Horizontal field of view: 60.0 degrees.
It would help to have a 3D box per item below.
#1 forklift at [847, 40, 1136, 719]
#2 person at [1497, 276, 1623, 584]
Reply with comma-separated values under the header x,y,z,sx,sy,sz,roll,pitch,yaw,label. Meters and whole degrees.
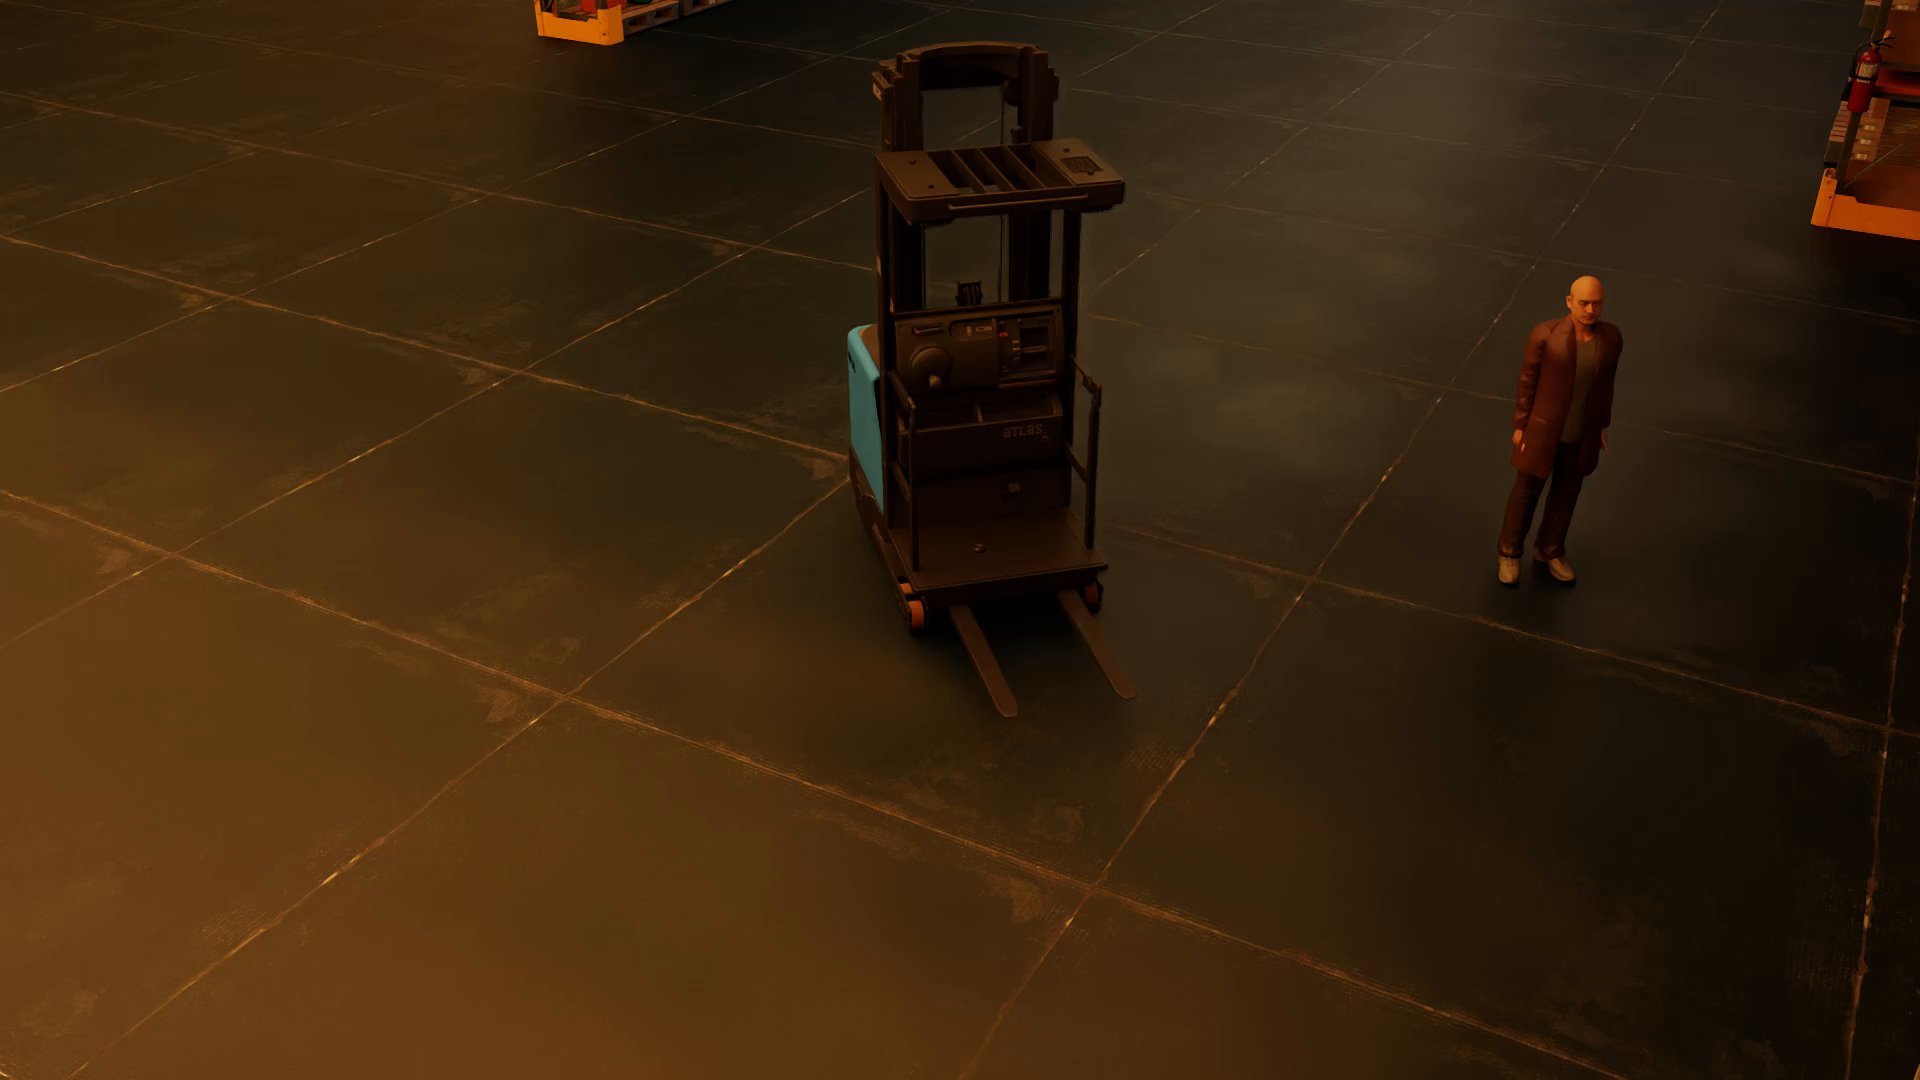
x,y,z,sx,sy,sz,roll,pitch,yaw,label
0.166,-0.988,8.783,1.130,2.935,3.031,-7,31,-13,forklift
3.362,-0.598,9.256,0.548,1.782,0.388,-2,30,-3,person
